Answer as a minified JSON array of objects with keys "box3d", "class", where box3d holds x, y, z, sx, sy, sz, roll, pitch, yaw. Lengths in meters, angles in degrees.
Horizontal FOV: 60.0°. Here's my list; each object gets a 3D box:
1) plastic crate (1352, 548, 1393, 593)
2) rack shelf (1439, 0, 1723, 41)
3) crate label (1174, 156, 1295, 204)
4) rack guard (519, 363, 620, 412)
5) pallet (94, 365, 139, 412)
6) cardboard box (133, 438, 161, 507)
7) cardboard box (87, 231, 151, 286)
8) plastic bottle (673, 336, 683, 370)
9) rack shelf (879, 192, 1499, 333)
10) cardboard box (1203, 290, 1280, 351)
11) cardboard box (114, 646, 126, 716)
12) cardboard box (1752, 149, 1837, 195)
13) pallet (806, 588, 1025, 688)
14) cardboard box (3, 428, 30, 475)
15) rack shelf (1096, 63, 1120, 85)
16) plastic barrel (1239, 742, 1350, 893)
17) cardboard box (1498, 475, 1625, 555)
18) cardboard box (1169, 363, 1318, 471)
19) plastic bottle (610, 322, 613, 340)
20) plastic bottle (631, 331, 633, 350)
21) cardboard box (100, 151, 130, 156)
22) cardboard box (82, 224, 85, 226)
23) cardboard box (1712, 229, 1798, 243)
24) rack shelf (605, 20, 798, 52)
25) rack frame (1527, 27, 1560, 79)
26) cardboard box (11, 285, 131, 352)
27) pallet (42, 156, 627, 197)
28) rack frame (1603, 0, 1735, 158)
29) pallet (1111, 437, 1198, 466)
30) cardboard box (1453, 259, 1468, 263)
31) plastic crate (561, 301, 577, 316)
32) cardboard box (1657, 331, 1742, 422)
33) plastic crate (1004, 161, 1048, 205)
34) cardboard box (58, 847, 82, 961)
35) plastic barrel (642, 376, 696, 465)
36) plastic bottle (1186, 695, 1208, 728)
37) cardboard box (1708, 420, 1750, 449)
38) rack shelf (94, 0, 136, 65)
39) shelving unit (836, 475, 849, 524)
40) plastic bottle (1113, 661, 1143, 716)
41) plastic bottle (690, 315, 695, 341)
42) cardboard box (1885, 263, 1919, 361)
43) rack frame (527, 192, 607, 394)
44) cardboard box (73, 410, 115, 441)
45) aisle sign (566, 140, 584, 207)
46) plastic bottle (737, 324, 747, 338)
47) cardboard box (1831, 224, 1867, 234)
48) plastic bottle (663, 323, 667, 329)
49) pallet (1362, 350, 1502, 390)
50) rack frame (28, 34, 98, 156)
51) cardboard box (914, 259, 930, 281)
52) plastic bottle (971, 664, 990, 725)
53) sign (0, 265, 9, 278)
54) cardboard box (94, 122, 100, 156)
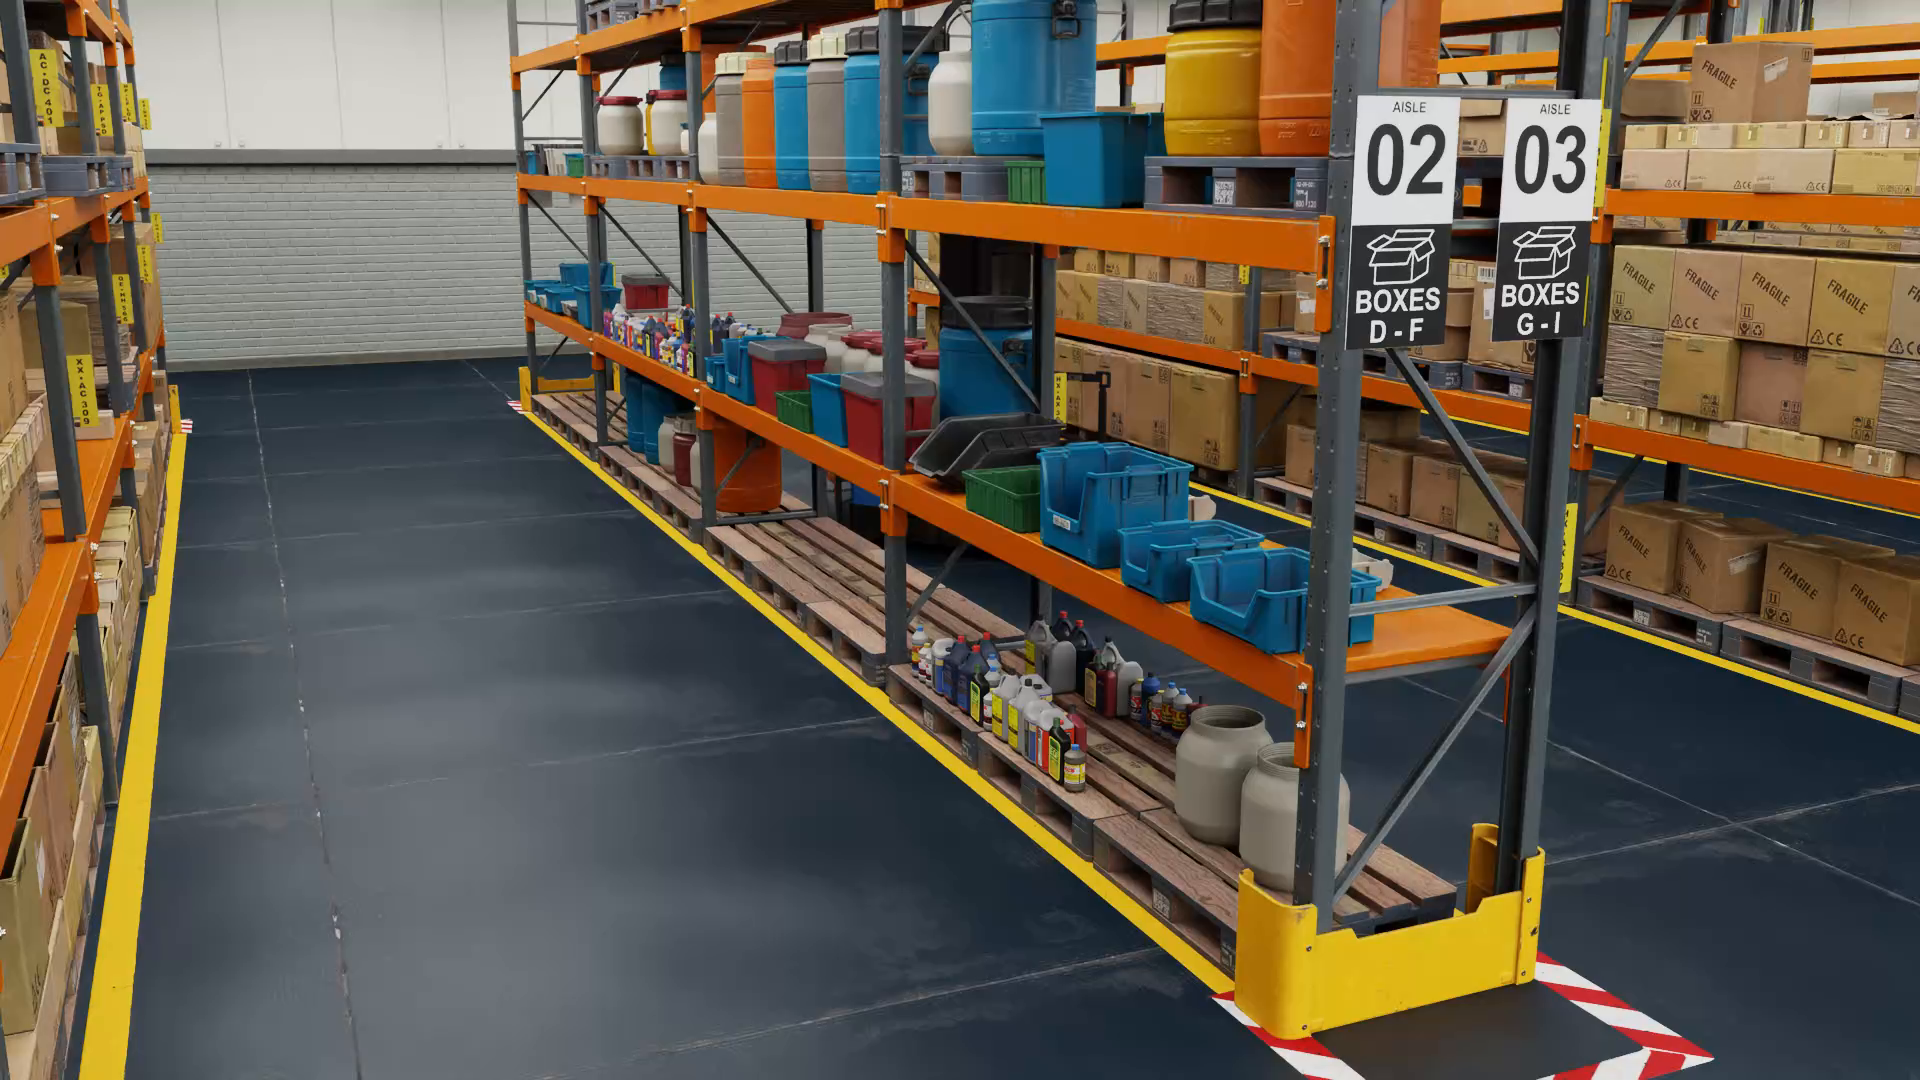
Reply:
[{"box3d":[1.594,0.130,6.742,0.298,0.136,0.250,-6,14,-23],"class":"plastic crate"},{"box3d":[3.792,-3.849,12.527,1.077,0.370,4.000,-6,14,-23],"class":"rack shelf"},{"box3d":[1.210,-1.590,7.266,0.502,0.251,0.408,-6,14,-23],"class":"crate label"},{"box3d":[-4.773,-1.876,20.369,1.175,0.500,0.348,-6,14,-23],"class":"rack guard"},{"box3d":[-6.423,-1.031,11.599,1.213,0.211,1.003,-6,14,-23],"class":"pallet"},{"box3d":[-6.839,-0.531,13.581,0.500,0.500,0.500,-5,14,-22],"class":"cardboard box"},{"box3d":[-8.033,-2.689,15.896,0.500,0.500,0.500,-6,14,-25],"class":"cardboard box"},{"box3d":[-2.300,-1.533,13.628,0.097,0.271,0.097,0,13,0],"class":"plastic bottle"},{"box3d":[0.856,-1.309,7.316,1.077,0.370,4.000,-6,14,-23],"class":"rack shelf"},{"box3d":[2.566,-2.013,15.195,0.500,0.500,0.500,-5,14,-21],"class":"cardboard box"},{"box3d":[-4.623,0.759,8.605,0.500,0.250,0.500,-5,14,-22],"class":"cardboard box"},{"box3d":[4.945,-2.118,9.551,0.500,0.250,0.500,-6,14,-25],"class":"cardboard box"},{"box3d":[-0.295,0.589,10.359,1.003,0.211,1.213,-6,14,-23],"class":"pallet"},{"box3d":[-3.869,-0.333,6.497,0.380,0.149,0.250,-6,14,-23],"class":"cardboard box"},{"box3d":[0.588,-5.502,19.668,1.077,0.370,4.000,-6,14,-23],"class":"rack shelf"},{"box3d":[1.324,1.094,6.579,0.421,0.512,0.421,0,13,0],"class":"plastic barrel"},{"box3d":[4.367,-0.184,12.080,0.700,0.500,0.500,-7,15,-27],"class":"cardboard box"},{"box3d":[2.734,-1.199,15.679,1.225,0.875,0.875,-6,14,-26],"class":"cardboard box"},{"box3d":[-3.277,-2.003,15.814,0.097,0.201,0.097,0,13,0],"class":"plastic bottle"},{"box3d":[-2.921,-1.820,15.020,0.097,0.201,0.097,0,13,0],"class":"plastic bottle"},{"box3d":[-7.658,-3.329,14.780,0.500,0.250,0.500,-6,14,-23],"class":"cardboard box"},{"box3d":[-9.356,-3.064,17.518,0.500,0.500,0.500,-5,14,-21],"class":"cardboard box"},{"box3d":[7.747,-2.754,16.179,0.700,0.500,0.500,-6,14,-23],"class":"cardboard box"},{"box3d":[-2.348,-4.324,14.142,0.919,0.124,3.809,-6,14,-23],"class":"rack shelf"},{"box3d":[8.870,-7.356,25.196,0.949,2.616,0.053,-6,14,-23],"class":"rack frame"},{"box3d":[-6.925,-1.711,12.959,0.700,0.500,0.500,-10,16,-37],"class":"cardboard box"},{"box3d":[-3.953,-2.729,12.276,6.095,0.211,6.140,-6,14,-23],"class":"pallet"},{"box3d":[4.593,-3.981,10.615,1.000,3.000,0.127,-6,14,-23],"class":"rack frame"},{"box3d":[2.259,-0.948,16.997,1.003,0.211,1.213,-6,14,-23],"class":"pallet"},{"box3d":[8.282,-3.086,14.696,1.243,1.800,10.221,-5,14,-22],"class":"cardboard box"},{"box3d":[-4.123,-2.497,17.960,0.293,0.136,0.466,-6,14,-23],"class":"plastic crate"},{"box3d":[4.885,-1.047,10.361,0.875,0.500,0.500,-6,14,-23],"class":"cardboard box"},{"box3d":[0.438,-1.619,7.530,0.336,0.188,0.450,-6,14,-23],"class":"plastic crate"},{"box3d":[-3.493,1.356,6.026,0.500,0.250,0.500,-6,14,-23],"class":"cardboard box"},{"box3d":[-2.664,-1.186,15.565,0.600,0.901,0.708,-6,14,-23],"class":"plastic barrel"},{"box3d":[1.143,0.873,7.994,0.061,0.283,0.133,-5,14,-22],"class":"plastic bottle"},{"box3d":[4.789,-0.657,10.111,0.380,0.149,0.250,-6,14,-23],"class":"cardboard box"},{"box3d":[-8.491,-4.801,15.761,1.077,0.370,4.000,-6,14,-23],"class":"rack shelf"},{"box3d":[10.794,-2.660,11.560,21.784,6.000,11.952,-4,14,-15],"class":"shelving unit"},{"box3d":[0.845,0.749,8.548,0.152,0.276,0.135,-5,14,-22],"class":"plastic bottle"},{"box3d":[-2.454,-1.954,15.447,0.097,0.271,0.097,0,13,0],"class":"plastic bottle"},{"box3d":[5.345,-1.211,8.849,0.500,0.500,0.500,-6,14,-23],"class":"cardboard box"},{"box3d":[-4.749,-3.091,20.072,0.949,2.616,0.053,-6,14,-23],"class":"rack frame"},{"box3d":[-5.474,-0.708,10.333,0.380,0.149,0.250,-6,14,-23],"class":"cardboard box"},{"box3d":[-4.512,-4.398,19.956,0.394,0.787,0.004,-6,14,-23],"class":"aisle sign"},{"box3d":[-1.908,-1.759,14.601,0.097,0.271,0.097,0,13,0],"class":"plastic bottle"},{"box3d":[11.022,-3.713,20.320,0.500,0.500,0.500,-6,14,-24],"class":"cardboard box"},{"box3d":[-2.618,-1.779,14.687,0.097,0.271,0.097,0,13,0],"class":"plastic bottle"},{"box3d":[3.821,-1.386,13.133,1.003,0.211,1.213,-6,14,-23],"class":"pallet"},{"box3d":[-6.087,-3.914,10.323,1.000,3.000,0.127,-6,14,-23],"class":"rack frame"},{"box3d":[-0.269,-3.486,21.453,0.500,0.250,0.500,-6,14,-24],"class":"cardboard box"},{"box3d":[0.102,0.779,8.401,0.061,0.283,0.133,-5,14,-20],"class":"plastic bottle"},{"box3d":[-8.184,-2.189,14.254,0.100,0.325,0.005,-6,14,-23],"class":"sign"},{"box3d":[-6.706,-2.801,11.946,0.910,0.500,0.500,-6,14,-23],"class":"cardboard box"}]
